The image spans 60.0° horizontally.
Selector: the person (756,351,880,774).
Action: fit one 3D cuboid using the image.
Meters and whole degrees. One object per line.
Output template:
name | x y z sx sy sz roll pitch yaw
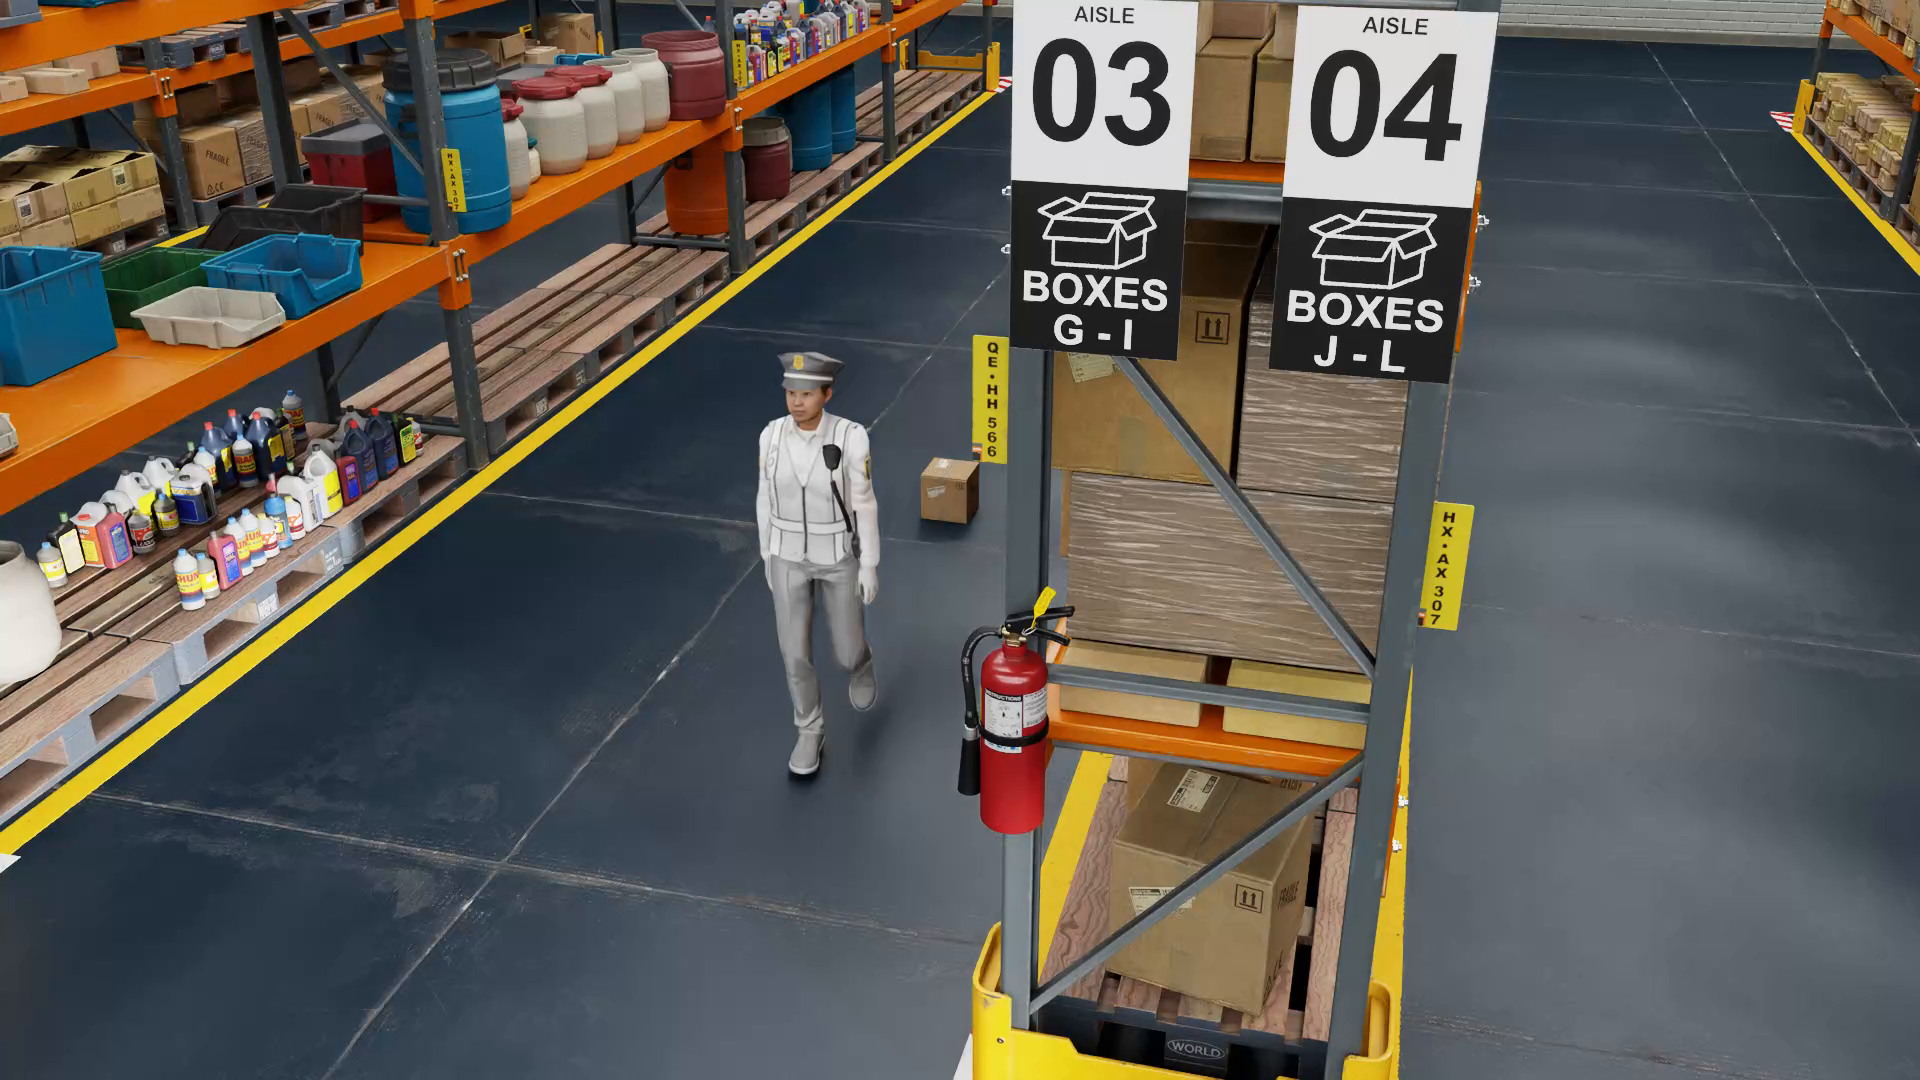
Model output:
person | -0.543 0.055 6.402 0.493 1.677 0.568 4 26 8
